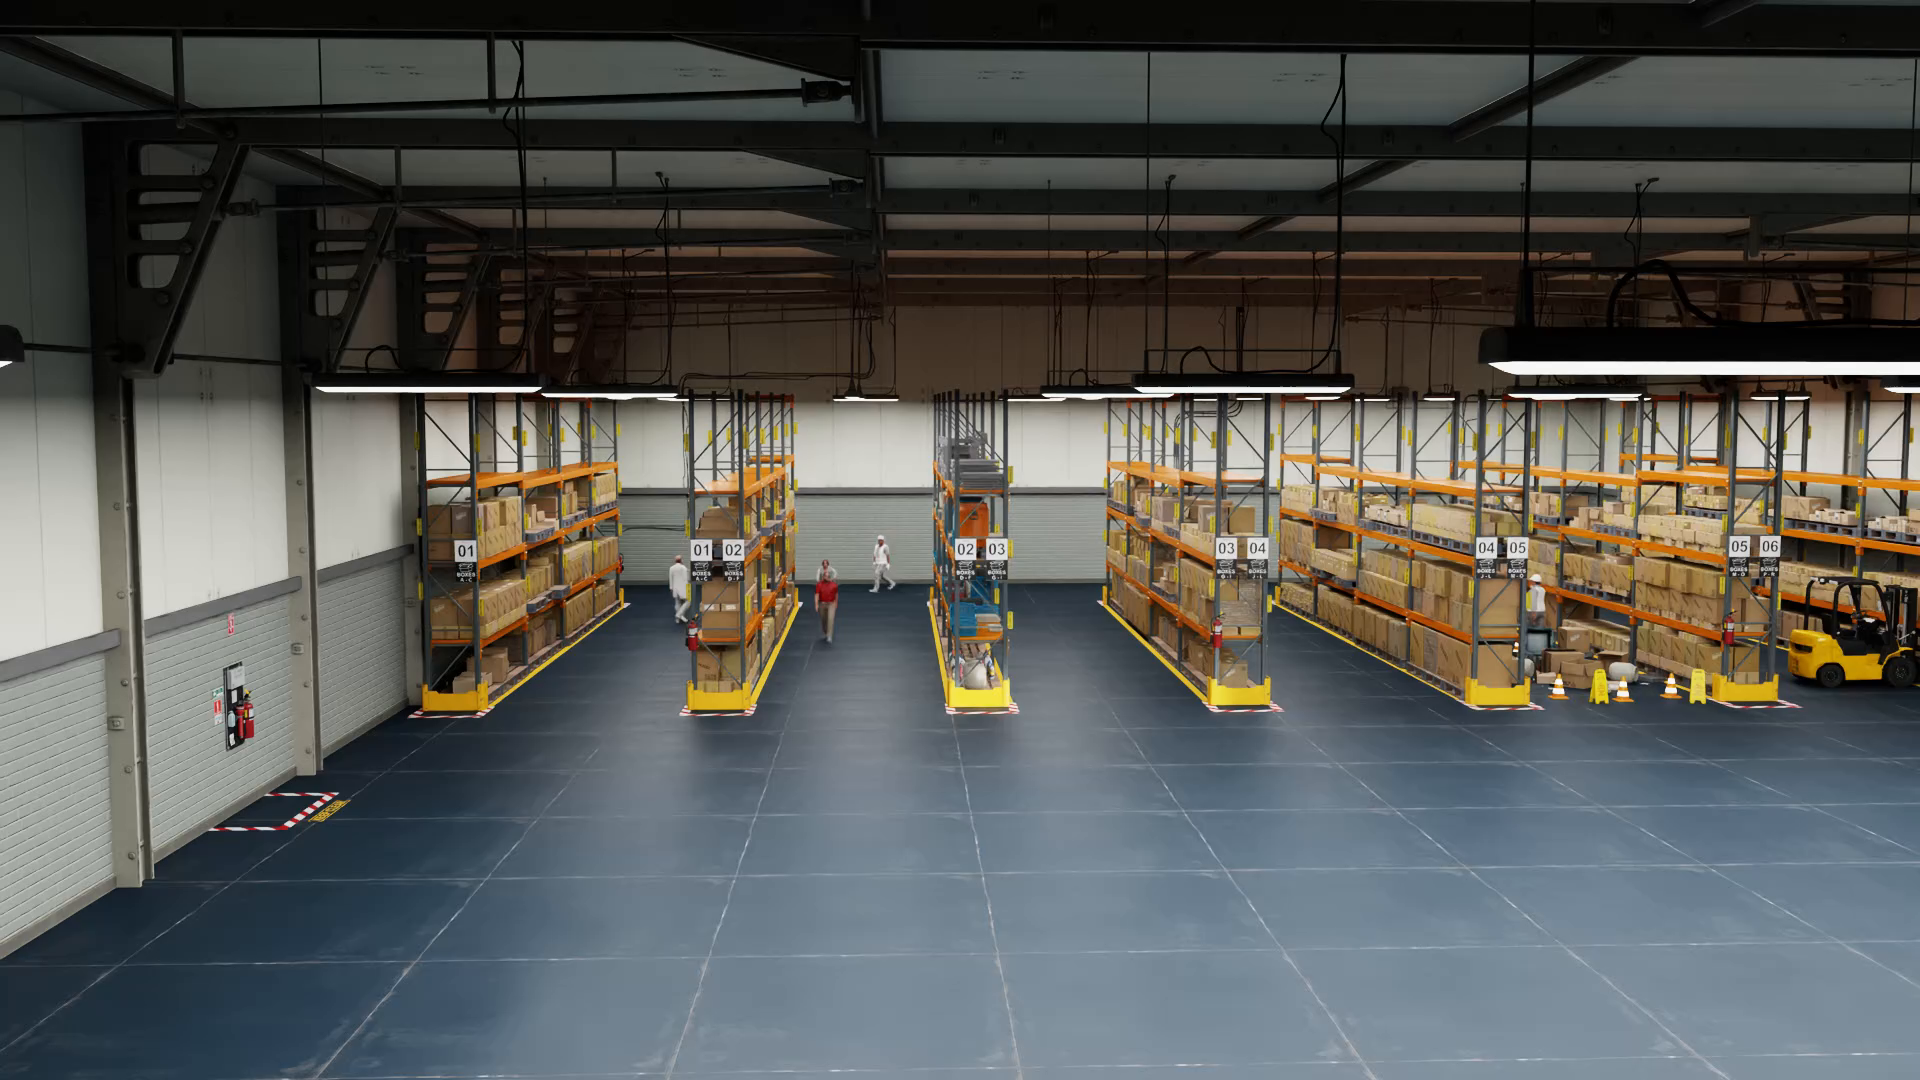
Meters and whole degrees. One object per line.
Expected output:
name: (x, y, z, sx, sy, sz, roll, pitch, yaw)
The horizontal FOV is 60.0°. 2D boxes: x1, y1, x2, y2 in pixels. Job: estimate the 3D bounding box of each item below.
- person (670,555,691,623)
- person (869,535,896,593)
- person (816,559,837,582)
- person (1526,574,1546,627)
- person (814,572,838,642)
person: (-7.344, 1.292, 43.472, 0.626, 1.779, 0.564, 3, 5, 30)
person: (-2.368, 0.723, 50.556, 1.006, 1.750, 0.513, -3, 5, -30)
person: (-3.630, 1.260, 45.245, 0.533, 1.514, 0.791, 1, 5, 7)
person: (13.424, 1.689, 38.641, 0.524, 1.778, 0.563, -2, 5, -22)
person: (-3.232, 1.594, 40.127, 0.551, 1.656, 1.077, 0, 5, 0)
